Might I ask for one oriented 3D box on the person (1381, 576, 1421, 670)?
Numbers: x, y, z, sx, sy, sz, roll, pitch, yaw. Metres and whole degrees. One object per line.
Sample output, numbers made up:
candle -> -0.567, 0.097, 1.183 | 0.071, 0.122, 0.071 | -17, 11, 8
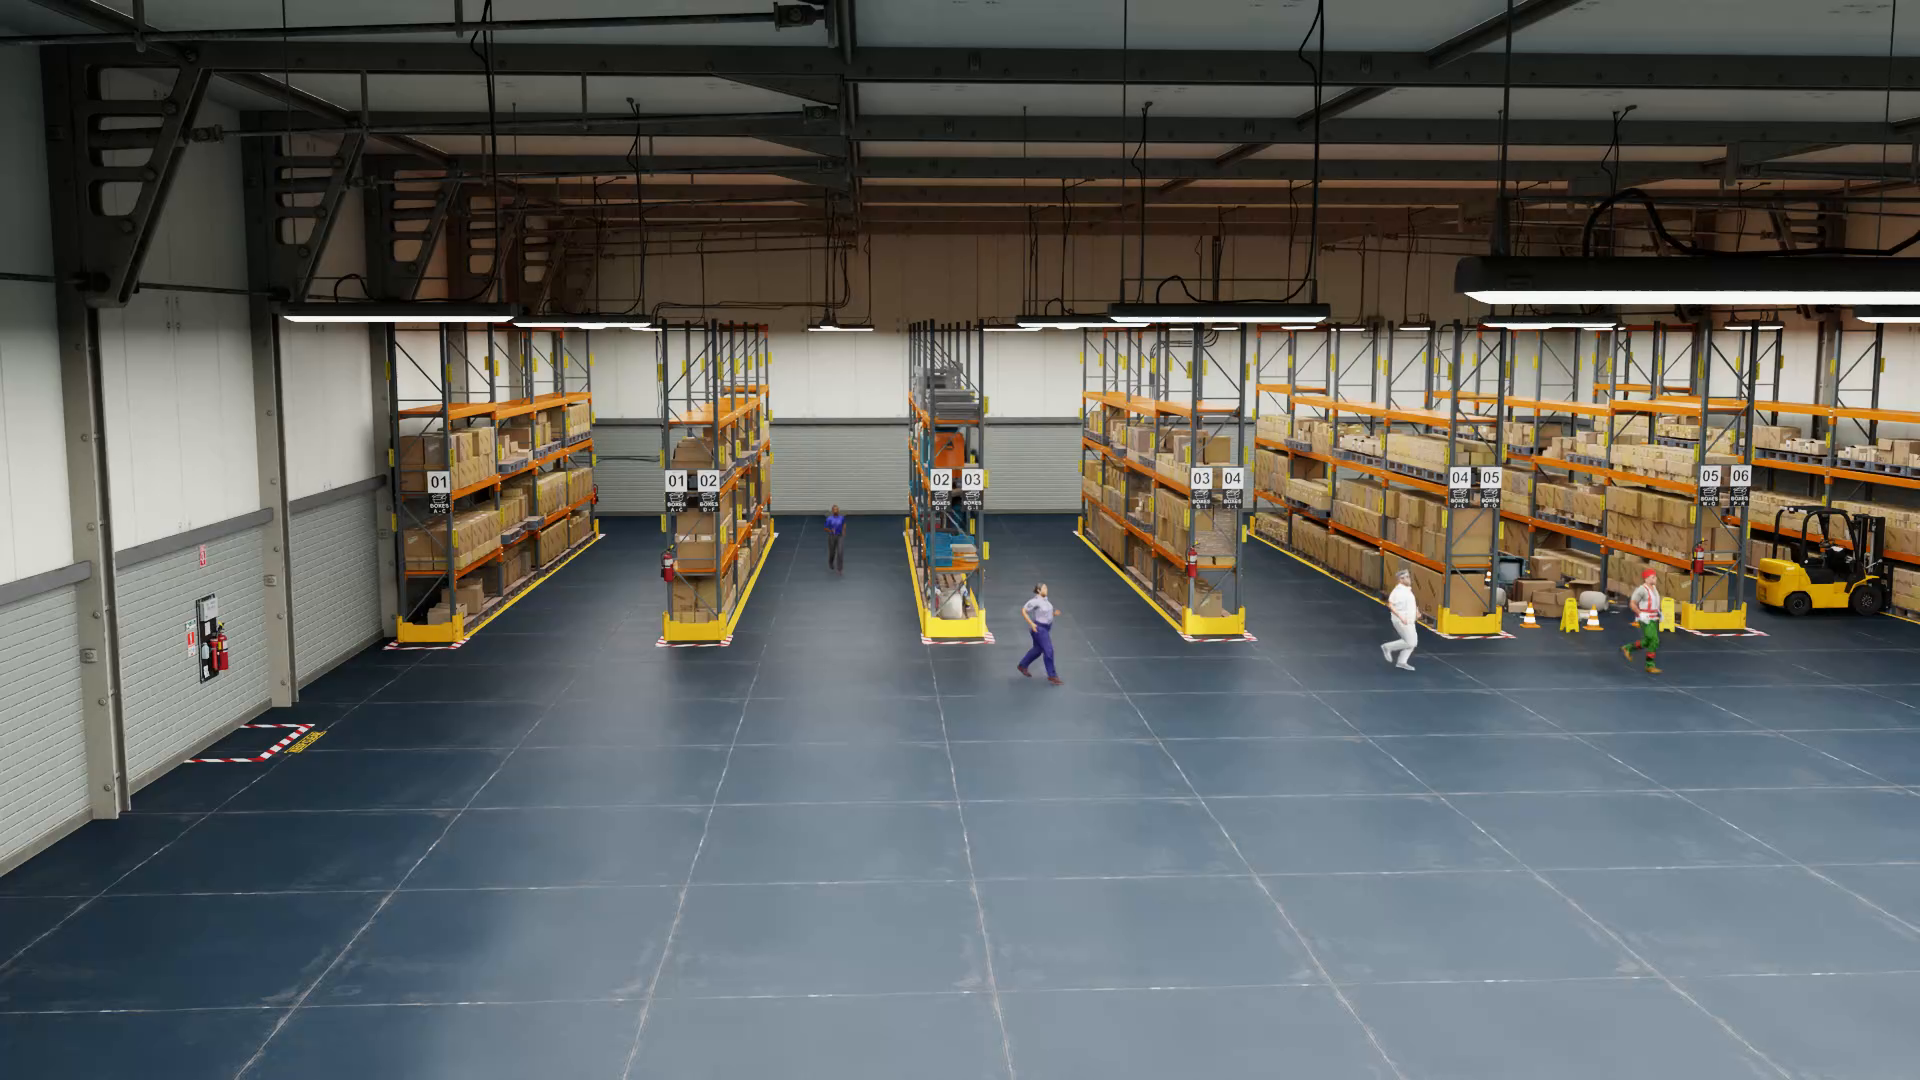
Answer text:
person -> 7.580, 1.383, 28.546 | 0.598, 1.687, 0.671 | 4, 8, 32

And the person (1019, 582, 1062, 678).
person -> 1.305, 1.462, 27.369 | 0.758, 1.556, 0.594 | 3, 8, 20

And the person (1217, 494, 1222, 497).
person -> 7.213, -1.054, 48.111 | 0.779, 1.689, 0.986 | 4, 8, 30

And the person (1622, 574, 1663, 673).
person -> 11.686, 1.384, 28.399 | 0.678, 1.712, 0.710 | -6, 9, -41

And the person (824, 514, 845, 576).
person -> -2.974, 0.092, 39.747 | 0.543, 1.451, 0.920 | -2, 7, -16
